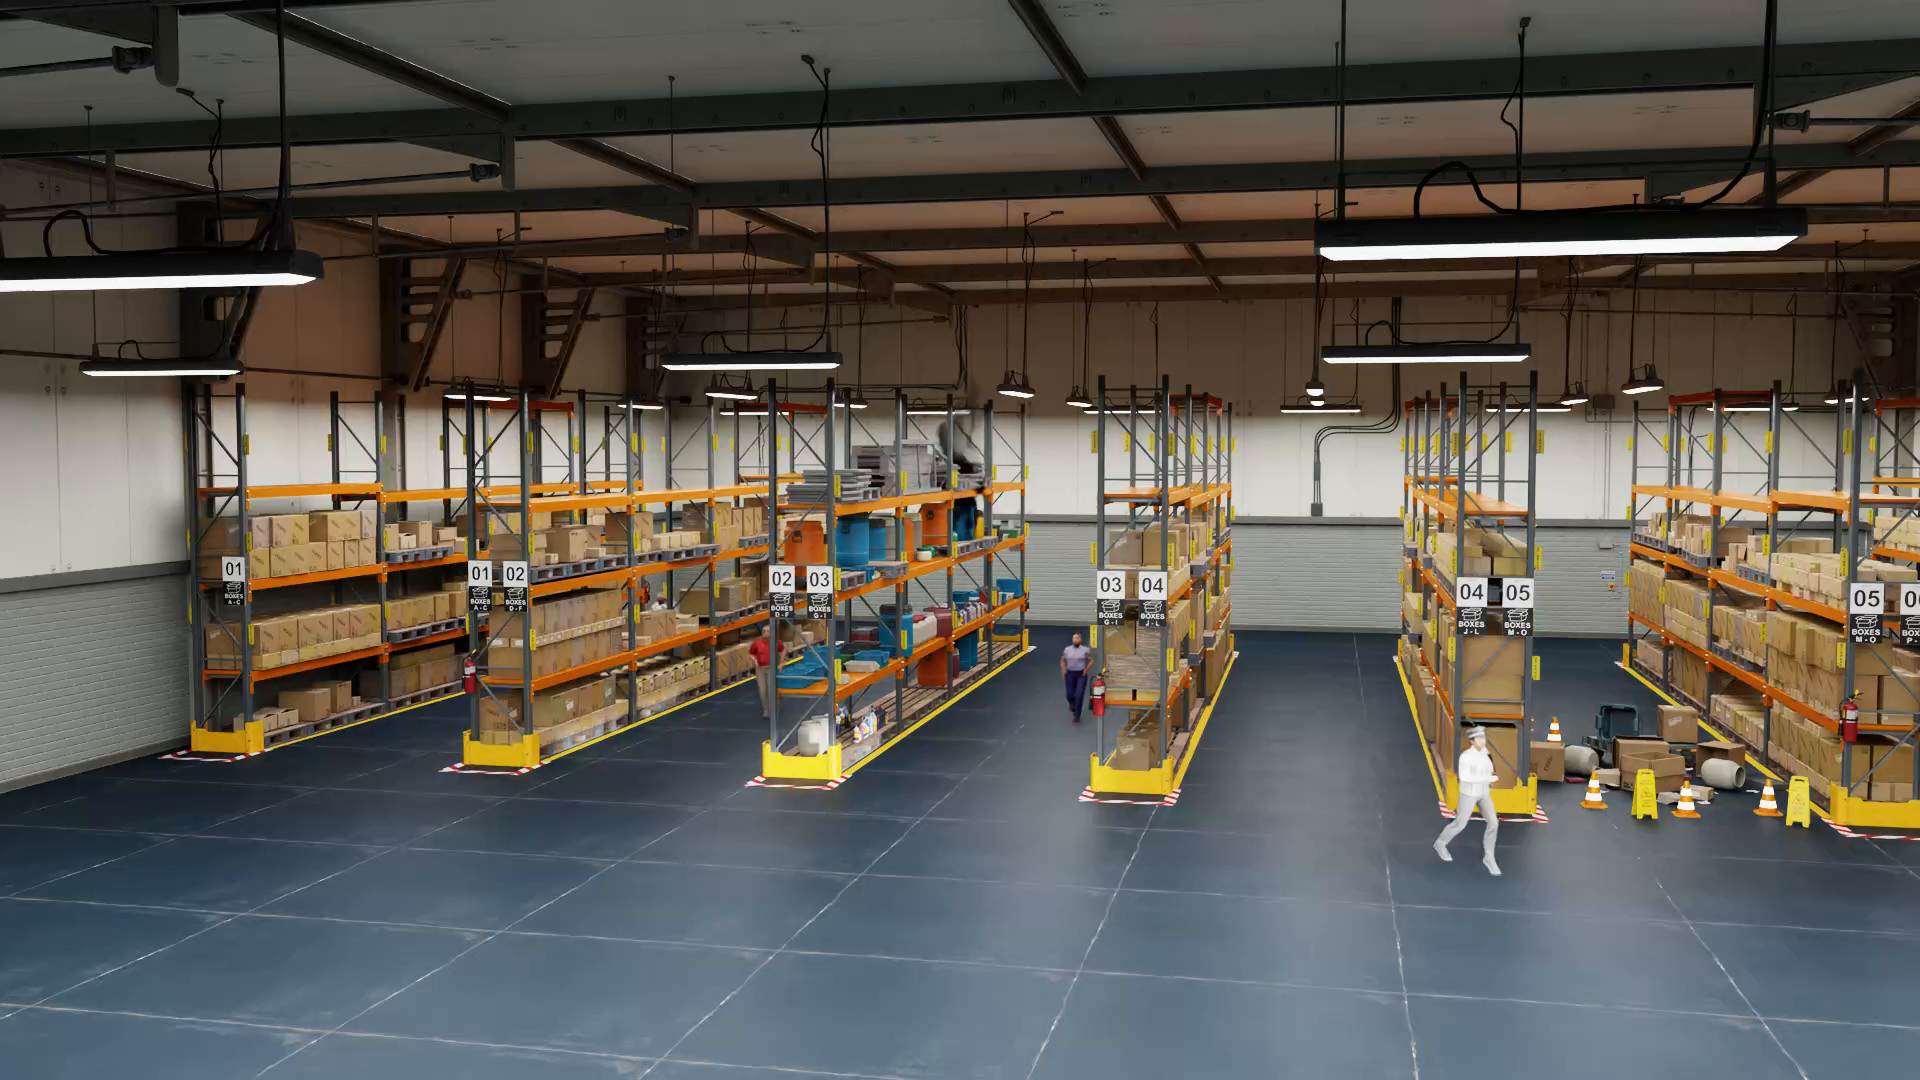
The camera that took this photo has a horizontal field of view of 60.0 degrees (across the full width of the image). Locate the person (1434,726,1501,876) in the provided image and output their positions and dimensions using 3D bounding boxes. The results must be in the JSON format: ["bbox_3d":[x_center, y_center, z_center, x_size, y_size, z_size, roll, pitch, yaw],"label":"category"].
[{"bbox_3d":[6.044,3.037,19.641,0.625,1.748,0.880,-2,4,-28],"label":"person"}]

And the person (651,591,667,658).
[{"bbox_3d":[-6.736,2.028,37.426,0.558,1.755,0.758,0,3,3],"label":"person"}]

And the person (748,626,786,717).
[{"bbox_3d":[-3.533,2.426,30.330,0.662,1.709,0.643,0,3,0],"label":"person"}]

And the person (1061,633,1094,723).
[{"bbox_3d":[2.130,2.487,30.240,0.614,1.609,0.575,1,3,11],"label":"person"}]
